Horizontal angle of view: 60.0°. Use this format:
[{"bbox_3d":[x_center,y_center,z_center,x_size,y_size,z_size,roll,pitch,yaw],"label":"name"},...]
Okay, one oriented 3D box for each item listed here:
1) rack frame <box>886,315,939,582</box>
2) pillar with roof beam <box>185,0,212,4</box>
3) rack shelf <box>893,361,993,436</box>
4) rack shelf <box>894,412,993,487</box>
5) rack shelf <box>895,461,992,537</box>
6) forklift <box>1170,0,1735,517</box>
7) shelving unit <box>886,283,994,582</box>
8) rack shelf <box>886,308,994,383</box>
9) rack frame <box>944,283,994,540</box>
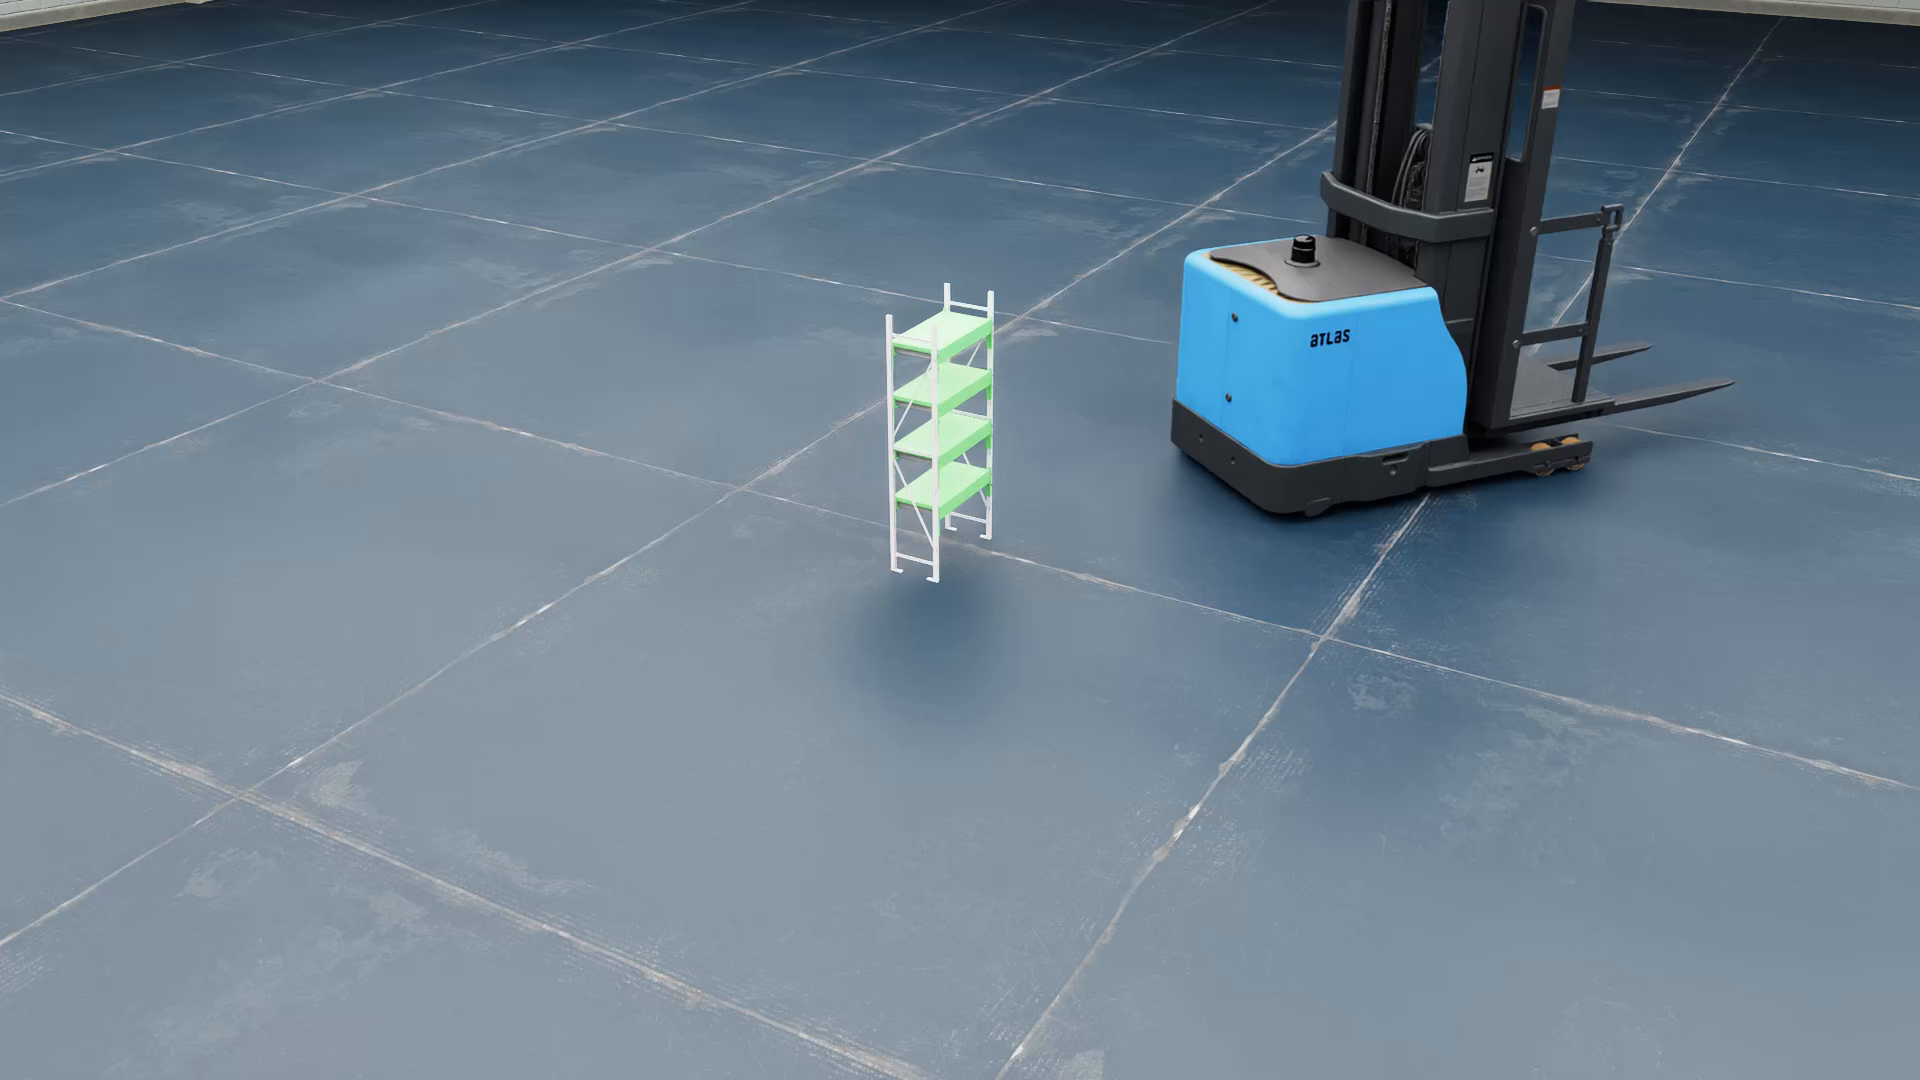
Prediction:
[{"bbox_3d":[-0.201,-0.377,7.163,0.240,1.200,0.015,14,30,26],"label":"rack frame"},{"bbox_3d":[-6.251,-10.211,18.095,9.100,9.000,0.400,14,30,26],"label":"pillar with roof beam"},{"bbox_3d":[-0.081,-0.629,7.274,0.258,0.148,0.480,14,30,26],"label":"rack shelf"},{"bbox_3d":[-0.081,-0.415,7.381,0.258,0.148,0.480,14,30,26],"label":"rack shelf"},{"bbox_3d":[-0.081,-0.200,7.489,0.258,0.148,0.480,14,30,26],"label":"rack shelf"},{"bbox_3d":[2.657,-1.837,8.145,3.031,2.935,1.130,-11,29,-20],"label":"forklift"},{"bbox_3d":[-0.081,-0.472,7.353,0.258,1.200,0.503,14,30,26],"label":"shelving unit"},{"bbox_3d":[-0.081,-0.844,7.166,0.258,0.148,0.480,14,30,26],"label":"rack shelf"},{"bbox_3d":[0.039,-0.567,7.543,0.240,1.200,0.015,14,30,26],"label":"rack frame"}]
